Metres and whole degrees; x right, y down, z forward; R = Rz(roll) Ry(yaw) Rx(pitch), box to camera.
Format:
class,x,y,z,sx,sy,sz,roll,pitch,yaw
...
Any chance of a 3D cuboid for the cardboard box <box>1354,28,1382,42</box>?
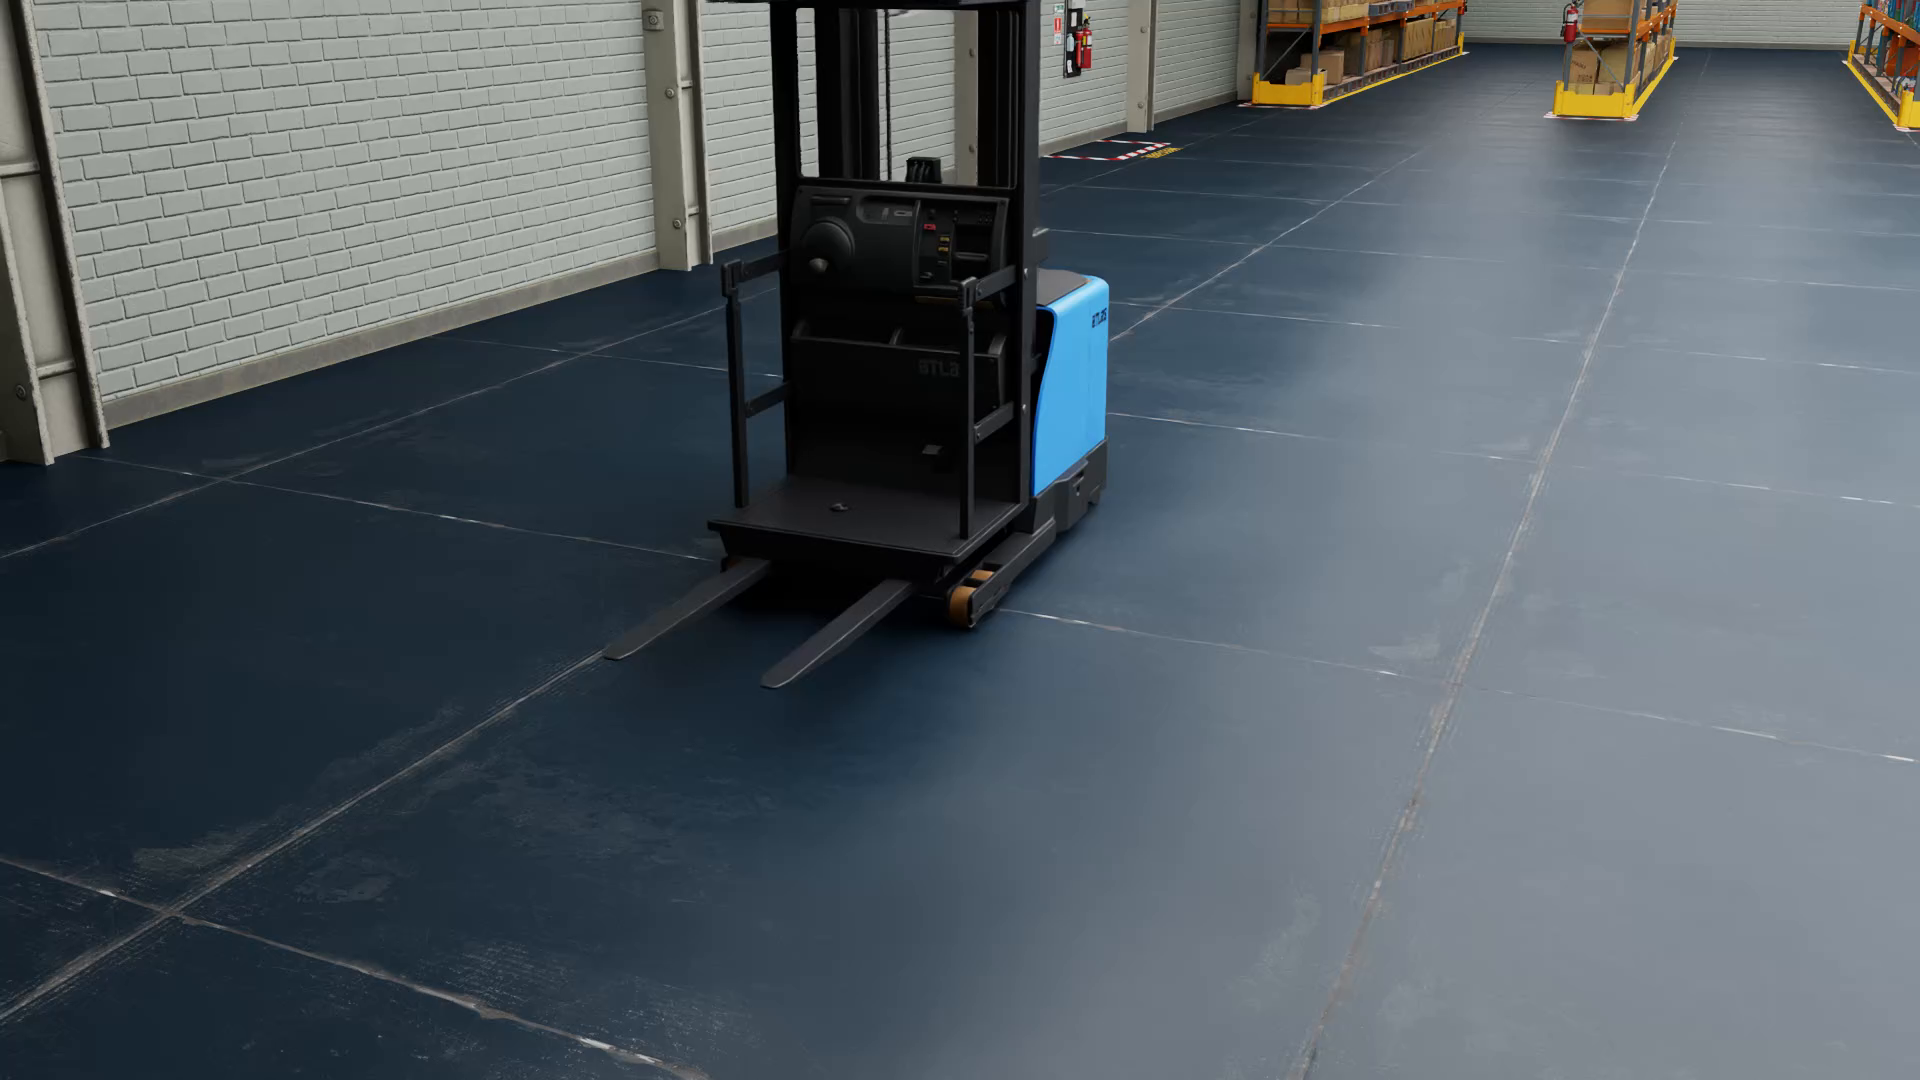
class,x,y,z,sx,sy,sz,roll,pitch,yaw
cardboard box,8.310,-10.317,33.957,0.500,0.250,0.500,9,21,24

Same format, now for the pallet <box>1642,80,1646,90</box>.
class,x,y,z,sx,sy,sz,roll,pitch,yaw
pallet,12.495,-8.717,31.664,1.003,0.211,1.213,9,21,23

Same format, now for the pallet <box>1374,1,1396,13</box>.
class,x,y,z,sx,sy,sz,roll,pitch,yaw
pallet,8.075,-10.626,33.157,1.003,0.211,1.213,9,21,23

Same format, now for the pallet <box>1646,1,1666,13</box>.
class,x,y,z,sx,sy,sz,roll,pitch,yaw
pallet,13.583,-10.775,33.576,1.213,0.211,1.003,9,21,23

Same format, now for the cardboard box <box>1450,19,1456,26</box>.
class,x,y,z,sx,sy,sz,roll,pitch,yaw
cardboard box,12.042,-12.806,41.138,0.380,0.149,0.250,8,21,22

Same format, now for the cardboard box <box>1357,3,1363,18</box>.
class,x,y,z,sx,sy,sz,roll,pitch,yaw
cardboard box,7.081,-9.705,30.476,0.500,0.250,0.500,9,21,23

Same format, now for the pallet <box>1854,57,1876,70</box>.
class,x,y,z,sx,sy,sz,roll,pitch,yaw
pallet,20.288,-10.481,36.625,1.003,0.211,1.213,9,21,23

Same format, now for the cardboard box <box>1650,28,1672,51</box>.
class,x,y,z,sx,sy,sz,roll,pitch,yaw
cardboard box,16.647,-11.923,39.593,0.500,0.500,0.500,9,21,23

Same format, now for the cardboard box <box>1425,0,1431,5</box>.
class,x,y,z,sx,sy,sz,roll,pitch,yaw
cardboard box,10.322,-12.056,37.238,0.380,0.149,0.250,9,21,23

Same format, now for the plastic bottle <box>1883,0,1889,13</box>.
class,x,y,z,sx,sy,sz,roll,pitch,yaw
plastic bottle,18.234,-10.519,32.644,0.144,0.351,0.185,9,21,23

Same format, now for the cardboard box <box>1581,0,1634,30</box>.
class,x,y,z,sx,sy,sz,roll,pitch,yaw
cardboard box,10.296,-8.391,26.437,0.700,0.500,0.500,9,21,23

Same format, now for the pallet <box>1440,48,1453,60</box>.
class,x,y,z,sx,sy,sz,roll,pitch,yaw
pallet,11.367,-11.832,40.424,1.003,0.211,1.213,9,21,23

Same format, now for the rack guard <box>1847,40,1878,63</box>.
class,x,y,z,sx,sy,sz,roll,pitch,yaw
rack guard,21.160,-11.245,38.341,1.175,0.500,0.348,9,21,23

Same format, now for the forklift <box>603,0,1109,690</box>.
class,x,y,z,sx,sy,sz,roll,pitch,yaw
forklift,-0.330,-1.197,6.459,1.130,2.935,3.031,8,21,21

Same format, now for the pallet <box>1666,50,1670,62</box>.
class,x,y,z,sx,sy,sz,roll,pitch,yaw
pallet,16.288,-11.513,39.527,1.003,0.211,1.213,9,21,23

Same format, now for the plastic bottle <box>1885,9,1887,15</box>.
class,x,y,z,sx,sy,sz,roll,pitch,yaw
plastic bottle,17.941,-10.249,32.107,0.097,0.201,0.097,0,20,0

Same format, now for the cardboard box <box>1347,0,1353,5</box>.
class,x,y,z,sx,sy,sz,roll,pitch,yaw
cardboard box,6.671,-9.744,29.467,0.500,0.500,0.500,9,22,24

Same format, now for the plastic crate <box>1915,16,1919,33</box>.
class,x,y,z,sx,sy,sz,roll,pitch,yaw
plastic crate,14.814,-7.844,25.270,0.499,0.251,0.408,9,21,23

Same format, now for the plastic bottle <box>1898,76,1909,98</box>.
class,x,y,z,sx,sy,sz,roll,pitch,yaw
plastic bottle,15.288,-7.327,26.890,0.144,0.351,0.185,8,21,22

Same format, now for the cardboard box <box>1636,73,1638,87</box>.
class,x,y,z,sx,sy,sz,roll,pitch,yaw
cardboard box,11.527,-8.005,28.977,0.500,0.250,0.500,9,21,23

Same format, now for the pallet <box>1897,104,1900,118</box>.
class,x,y,z,sx,sy,sz,roll,pitch,yaw
pallet,14.936,-6.486,25.390,1.003,0.211,1.213,9,21,23

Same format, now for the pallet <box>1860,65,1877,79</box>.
class,x,y,z,sx,sy,sz,roll,pitch,yaw
pallet,19.170,-9.646,34.278,1.003,0.211,1.213,9,21,23

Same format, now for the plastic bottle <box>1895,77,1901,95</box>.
class,x,y,z,sx,sy,sz,roll,pitch,yaw
plastic bottle,15.611,-7.529,27.571,0.152,0.276,0.135,9,22,25

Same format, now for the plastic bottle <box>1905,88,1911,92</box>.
class,x,y,z,sx,sy,sz,roll,pitch,yaw
plastic bottle,14.963,-7.032,26.286,0.097,0.201,0.097,0,20,0

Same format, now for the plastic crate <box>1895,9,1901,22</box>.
class,x,y,z,sx,sy,sz,roll,pitch,yaw
plastic crate,16.704,-9.216,29.223,0.450,0.188,0.662,9,21,23

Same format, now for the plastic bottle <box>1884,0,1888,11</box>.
class,x,y,z,sx,sy,sz,roll,pitch,yaw
plastic bottle,18.131,-10.444,32.534,0.061,0.283,0.133,9,21,23

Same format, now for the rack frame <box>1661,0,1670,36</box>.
class,x,y,z,sx,sy,sz,roll,pitch,yaw
rack frame,15.007,-11.871,36.372,1.000,3.000,0.127,9,21,23

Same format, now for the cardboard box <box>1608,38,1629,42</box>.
class,x,y,z,sx,sy,sz,roll,pitch,yaw
cardboard box,13.557,-10.367,34.098,0.500,0.250,0.500,9,22,25

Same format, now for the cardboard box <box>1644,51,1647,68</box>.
class,x,y,z,sx,sy,sz,roll,pitch,yaw
cardboard box,12.128,-8.684,30.051,0.500,0.311,0.500,9,21,23

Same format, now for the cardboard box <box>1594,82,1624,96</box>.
class,x,y,z,sx,sy,sz,roll,pitch,yaw
cardboard box,10.516,-7.239,26.823,0.500,0.250,0.500,9,21,23

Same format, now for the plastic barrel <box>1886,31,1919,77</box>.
class,x,y,z,sx,sy,sz,roll,pitch,yaw
plastic barrel,18.071,-9.295,31.740,0.600,0.830,0.708,9,21,23

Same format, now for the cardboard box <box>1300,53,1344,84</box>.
class,x,y,z,sx,sy,sz,roll,pitch,yaw
cardboard box,6.517,-8.502,29.972,0.700,0.500,0.500,7,21,19

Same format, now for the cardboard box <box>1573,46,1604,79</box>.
class,x,y,z,sx,sy,sz,roll,pitch,yaw
cardboard box,10.437,-7.971,27.763,0.500,0.500,0.500,9,21,23

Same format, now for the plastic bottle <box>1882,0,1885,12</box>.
class,x,y,z,sx,sy,sz,roll,pitch,yaw
plastic bottle,18.364,-10.616,32.917,0.144,0.351,0.185,9,21,23

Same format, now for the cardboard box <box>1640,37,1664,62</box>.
class,x,y,z,sx,sy,sz,roll,pitch,yaw
cardboard box,14.651,-10.407,35.330,0.500,0.500,0.500,9,21,23

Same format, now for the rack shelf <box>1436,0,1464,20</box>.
class,x,y,z,sx,sy,sz,roll,pitch,yaw
rack shelf,11.305,-12.822,40.120,1.077,0.370,4.000,9,21,23

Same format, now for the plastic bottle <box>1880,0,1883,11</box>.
class,x,y,z,sx,sy,sz,roll,pitch,yaw
plastic bottle,18.608,-10.760,33.432,0.152,0.276,0.135,9,21,23

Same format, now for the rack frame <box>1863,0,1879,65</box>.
class,x,y,z,sx,sy,sz,roll,pitch,yaw
rack frame,19.524,-11.190,34.458,1.000,3.000,0.127,9,21,23

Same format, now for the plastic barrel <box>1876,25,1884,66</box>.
class,x,y,z,sx,sy,sz,roll,pitch,yaw
plastic barrel,19.286,-10.236,34.278,0.600,0.901,0.708,9,21,23

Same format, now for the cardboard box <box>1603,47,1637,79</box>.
class,x,y,z,sx,sy,sz,roll,pitch,yaw
cardboard box,10.912,-7.900,27.563,0.500,0.500,0.500,9,21,23

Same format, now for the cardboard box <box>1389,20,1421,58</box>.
class,x,y,z,sx,sy,sz,roll,pitch,yaw
cardboard box,9.634,-10.986,36.464,0.750,0.750,0.750,8,21,22

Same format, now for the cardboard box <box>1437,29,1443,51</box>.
class,x,y,z,sx,sy,sz,roll,pitch,yaw
cardboard box,11.095,-11.938,39.663,0.700,0.500,0.500,8,21,22

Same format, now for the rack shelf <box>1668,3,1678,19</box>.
class,x,y,z,sx,sy,sz,roll,pitch,yaw
rack shelf,15.826,-12.144,38.212,1.077,0.370,4.000,9,21,23

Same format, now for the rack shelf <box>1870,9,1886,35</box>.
class,x,y,z,sx,sy,sz,roll,pitch,yaw
rack shelf,18.705,-10.240,32.859,1.077,0.370,4.000,9,21,23

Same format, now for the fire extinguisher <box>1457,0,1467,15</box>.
class,x,y,z,sx,sy,sz,roll,pitch,yaw
fire extinguisher,12.607,-13.543,41.746,0.296,0.674,0.183,9,21,23

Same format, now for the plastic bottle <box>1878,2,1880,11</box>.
class,x,y,z,sx,sy,sz,roll,pitch,yaw
plastic bottle,18.838,-10.931,33.913,0.152,0.276,0.135,9,21,23

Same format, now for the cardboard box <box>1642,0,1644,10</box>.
class,x,y,z,sx,sy,sz,roll,pitch,yaw
cardboard box,12.276,-9.866,30.586,0.500,0.500,0.500,10,22,27

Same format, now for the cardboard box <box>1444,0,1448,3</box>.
class,x,y,z,sx,sy,sz,roll,pitch,yaw
cardboard box,11.027,-13.077,39.315,0.980,0.700,0.700,8,21,21

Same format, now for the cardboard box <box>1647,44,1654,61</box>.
class,x,y,z,sx,sy,sz,roll,pitch,yaw
cardboard box,13.172,-9.461,32.236,0.500,0.311,0.500,8,21,22

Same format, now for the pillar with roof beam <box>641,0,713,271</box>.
class,x,y,z,sx,sy,sz,roll,pitch,yaw
pillar with roof beam,1.626,-5.947,10.763,9.100,9.000,0.400,9,21,23

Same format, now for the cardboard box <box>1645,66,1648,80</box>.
class,x,y,z,sx,sy,sz,roll,pitch,yaw
cardboard box,12.542,-8.732,31.022,0.500,0.250,0.500,8,21,21

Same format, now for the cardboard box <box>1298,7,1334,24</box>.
class,x,y,z,sx,sy,sz,roll,pitch,yaw
cardboard box,6.062,-8.926,28.284,0.500,0.250,0.500,8,21,21

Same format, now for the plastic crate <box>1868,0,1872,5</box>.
class,x,y,z,sx,sy,sz,roll,pitch,yaw
plastic crate,20.099,-11.838,36.439,0.416,0.233,0.300,9,21,23

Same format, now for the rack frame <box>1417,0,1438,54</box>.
class,x,y,z,sx,sy,sz,roll,pitch,yaw
rack frame,10.486,-12.550,38.280,1.000,3.000,0.127,9,21,23

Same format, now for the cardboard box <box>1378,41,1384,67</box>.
class,x,y,z,sx,sy,sz,roll,pitch,yaw
cardboard box,8.284,-9.988,34.150,0.700,0.500,0.500,9,21,23
